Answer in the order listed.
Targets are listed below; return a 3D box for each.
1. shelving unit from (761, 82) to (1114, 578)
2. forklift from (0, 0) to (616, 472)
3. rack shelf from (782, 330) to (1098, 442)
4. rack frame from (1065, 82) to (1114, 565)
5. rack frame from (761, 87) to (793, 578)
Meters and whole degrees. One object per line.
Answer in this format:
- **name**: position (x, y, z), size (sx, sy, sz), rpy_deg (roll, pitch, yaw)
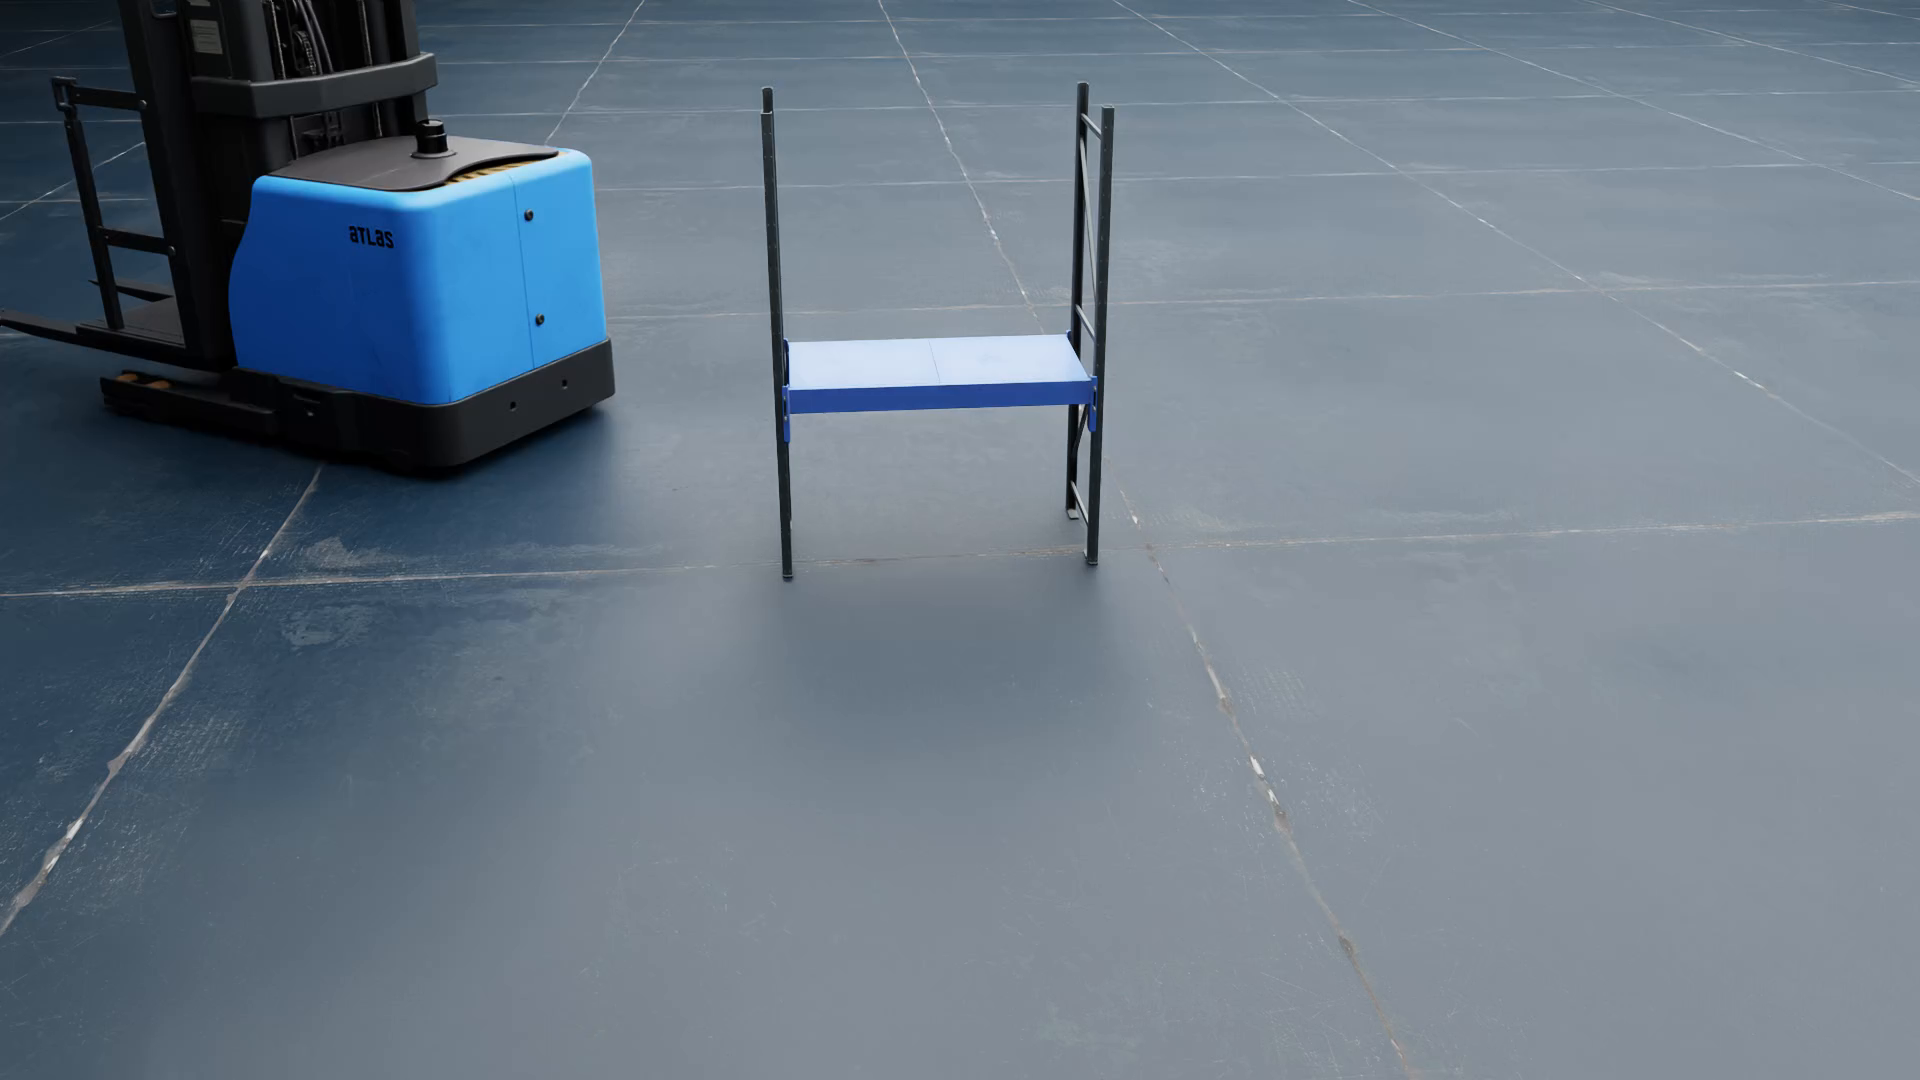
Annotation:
- **shelving unit**: position (-0.085, -0.682, 5.438), size (1.048, 1.500, 0.538), rpy_deg (-2, 24, -5)
- **forklift**: position (-2.988, -2.003, 6.647), size (3.031, 2.935, 1.130), rpy_deg (12, 27, 25)
- **rack shelf**: position (-0.085, -0.518, 5.511), size (1.000, 0.185, 0.538), rpy_deg (-2, 24, -5)
- **rack frame**: position (0.421, -0.702, 5.483), size (0.032, 1.500, 0.500), rpy_deg (-2, 24, -5)
- **rack frame**: position (-0.591, -0.662, 5.392), size (0.032, 1.500, 0.500), rpy_deg (-2, 24, -5)
